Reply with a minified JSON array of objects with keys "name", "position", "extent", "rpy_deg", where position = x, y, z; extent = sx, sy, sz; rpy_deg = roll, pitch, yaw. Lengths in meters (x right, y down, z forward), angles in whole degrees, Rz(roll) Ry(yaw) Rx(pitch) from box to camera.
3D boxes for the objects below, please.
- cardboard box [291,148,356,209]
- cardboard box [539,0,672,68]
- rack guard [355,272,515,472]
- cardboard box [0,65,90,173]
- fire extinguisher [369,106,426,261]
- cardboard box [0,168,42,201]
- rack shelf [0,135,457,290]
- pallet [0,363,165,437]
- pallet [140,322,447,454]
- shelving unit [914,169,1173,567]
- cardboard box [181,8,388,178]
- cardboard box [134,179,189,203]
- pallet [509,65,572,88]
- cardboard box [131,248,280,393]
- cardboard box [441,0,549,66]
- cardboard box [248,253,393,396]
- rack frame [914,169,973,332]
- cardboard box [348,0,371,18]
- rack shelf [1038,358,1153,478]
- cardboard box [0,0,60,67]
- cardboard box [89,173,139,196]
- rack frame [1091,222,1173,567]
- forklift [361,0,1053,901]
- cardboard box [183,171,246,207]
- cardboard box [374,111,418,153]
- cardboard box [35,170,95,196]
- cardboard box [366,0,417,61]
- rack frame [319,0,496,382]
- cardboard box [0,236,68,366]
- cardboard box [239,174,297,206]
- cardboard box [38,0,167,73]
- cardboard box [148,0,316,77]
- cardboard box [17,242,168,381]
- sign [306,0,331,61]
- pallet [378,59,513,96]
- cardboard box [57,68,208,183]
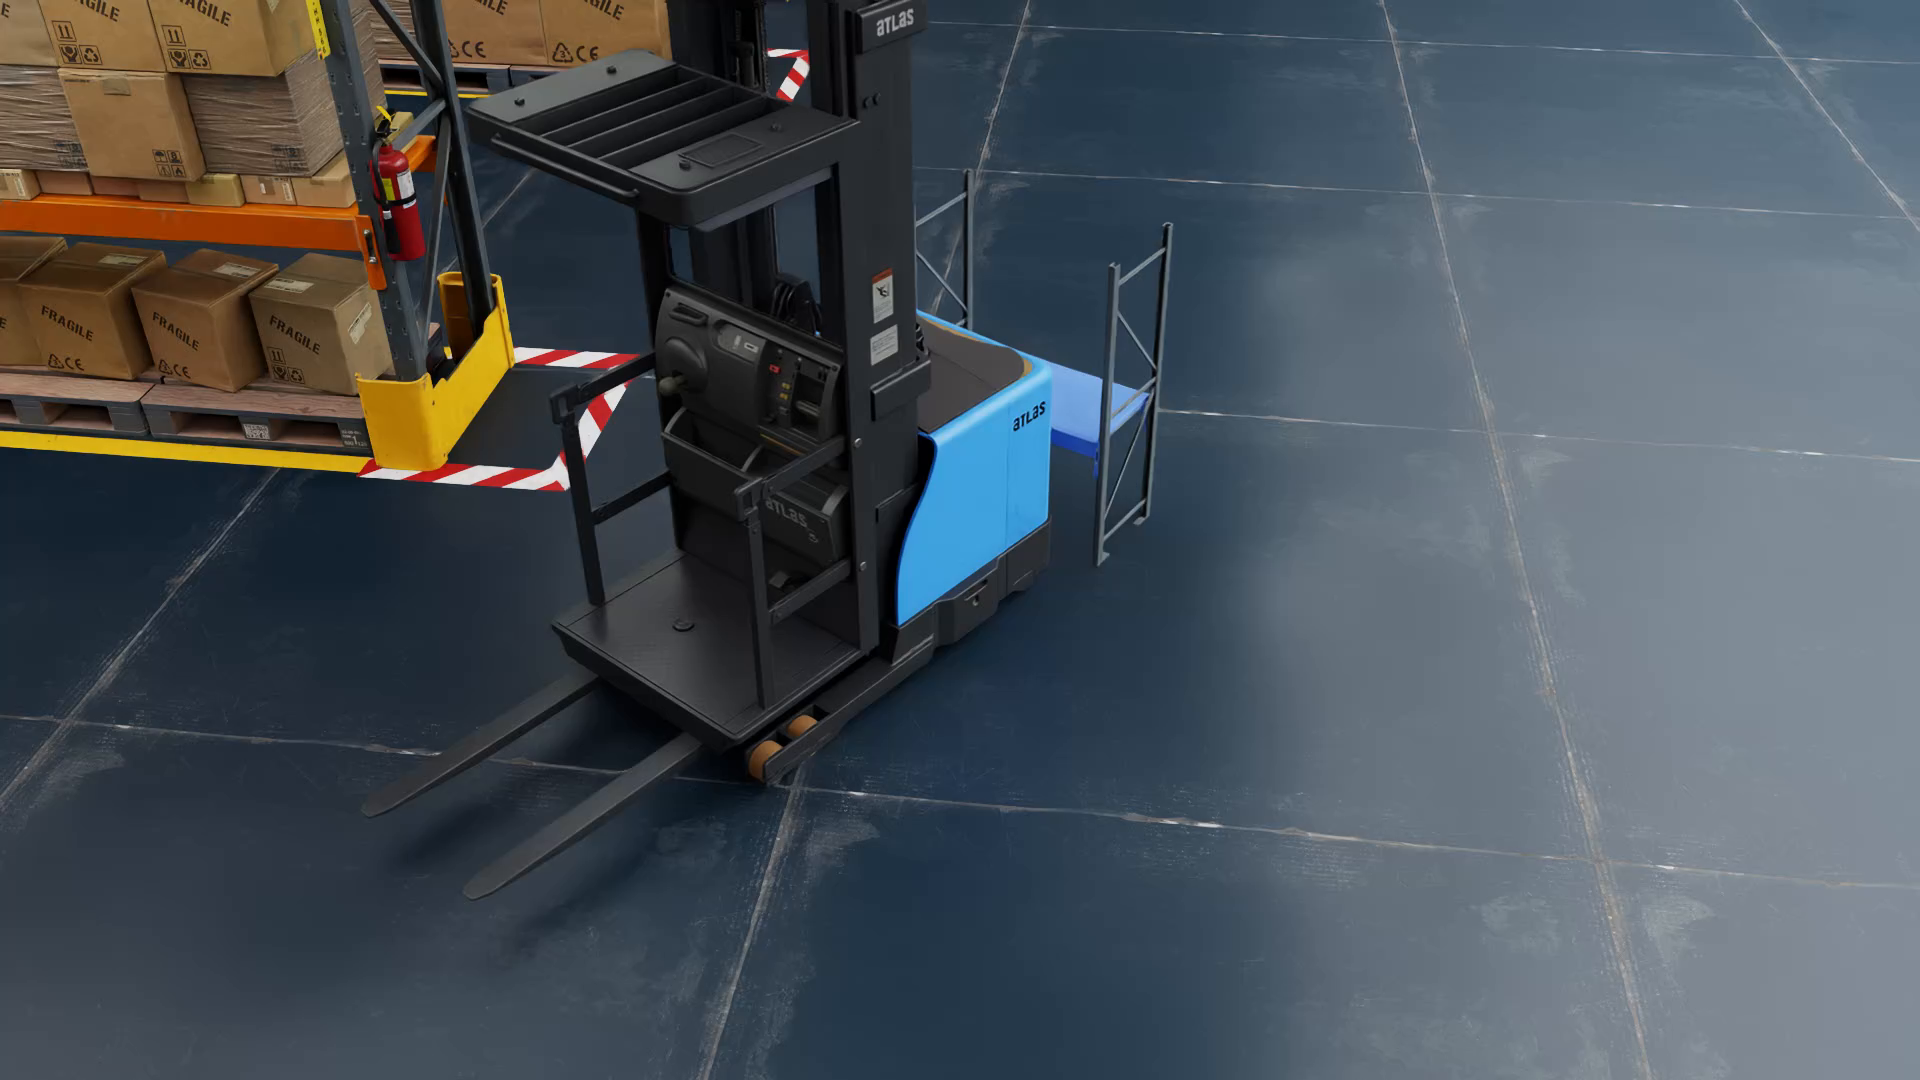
[{"name":"cardboard box","position":[-2.909,-1.699,7.765],"extent":[0.250,0.149,0.380],"rpy_deg":[4,36,6]},{"name":"cardboard box","position":[-2.549,-4.068,12.335],"extent":[0.875,0.875,0.875],"rpy_deg":[4,36,6]},{"name":"rack guard","position":[-2.676,-0.887,8.563],"extent":[0.348,0.500,1.175],"rpy_deg":[4,36,6]},{"name":"cardboard box","position":[-4.144,-2.147,7.834],"extent":[0.500,0.500,0.875],"rpy_deg":[4,36,6]},{"name":"fire extinguisher","position":[-2.545,-1.594,7.468],"extent":[0.183,0.674,0.296],"rpy_deg":[4,36,6]},{"name":"cardboard box","position":[-4.410,-1.750,7.836],"extent":[0.250,0.149,0.380],"rpy_deg":[4,36,6]},{"name":"rack shelf","position":[-4.584,-1.754,8.245],"extent":[4.000,0.370,1.077],"rpy_deg":[4,36,6]},{"name":"pallet","position":[-4.684,-0.942,8.888],"extent":[1.213,0.211,1.003],"rpy_deg":[4,36,6]},{"name":"pallet","position":[-3.477,-0.850,8.760],"extent":[1.213,0.211,1.003],"rpy_deg":[4,36,6]},{"name":"shelving unit","position":[0.330,-0.778,7.549],"extent":[1.048,1.500,0.538],"rpy_deg":[21,41,27]},{"name":"cardboard box","position":[-3.142,-2.118,7.793],"extent":[0.500,0.500,0.875],"rpy_deg":[4,36,6]},{"name":"cardboard box","position":[-3.658,-1.734,7.814],"extent":[0.250,0.149,0.380],"rpy_deg":[4,36,6]},{"name":"pallet","position":[-2.671,-3.629,12.653],"extent":[1.213,0.211,1.003],"rpy_deg":[4,36,6]},{"name":"cardboard box","position":[-3.815,-1.133,8.546],"extent":[0.500,0.500,0.500],"rpy_deg":[14,38,18]},{"name":"cardboard box","position":[-3.422,-4.132,12.425],"extent":[0.875,0.875,0.875],"rpy_deg":[4,36,5]},{"name":"cardboard box","position":[-3.218,-1.109,8.511],"extent":[0.500,0.500,0.500],"rpy_deg":[11,37,15]},{"name":"rack frame","position":[-0.092,-0.943,7.780],"extent":[0.032,1.500,0.500],"rpy_deg":[21,41,27]},{"name":"cardboard box","position":[-3.111,-2.666,7.700],"extent":[0.500,0.500,0.500],"rpy_deg":[4,36,6]},{"name":"rack shelf","position":[0.330,-0.632,7.654],"extent":[1.000,0.185,0.538],"rpy_deg":[21,41,27]},{"name":"cardboard box","position":[-4.170,-2.438,7.382],"extent":[0.500,0.500,0.500],"rpy_deg":[4,36,6]},{"name":"cardboard box","position":[-3.900,-1.777,7.873],"extent":[0.250,0.149,0.380],"rpy_deg":[4,36,6]},{"name":"rack frame","position":[0.752,-0.613,7.318],"extent":[0.032,1.500,0.500],"rpy_deg":[21,41,27]},{"name":"forklift","position":[-0.932,-0.582,6.042],"extent":[1.130,2.935,3.031],"rpy_deg":[26,43,32]},{"name":"cardboard box","position":[-3.412,-1.707,7.776],"extent":[0.250,0.149,0.380],"rpy_deg":[4,36,6]},{"name":"cardboard box","position":[-2.853,-1.955,8.124],"extent":[0.250,0.149,0.380],"rpy_deg":[4,36,6]},{"name":"cardboard box","position":[-4.151,-1.782,7.881],"extent":[0.250,0.149,0.380],"rpy_deg":[4,36,6]},{"name":"cardboard box","position":[-4.326,-4.200,12.521],"extent":[0.875,0.875,0.875],"rpy_deg":[5,36,6]},{"name":"rack frame","position":[-2.600,-1.899,7.829],"extent":[0.127,3.000,1.000],"rpy_deg":[4,36,6]},{"name":"cardboard box","position":[-4.981,-1.257,8.720],"extent":[0.500,0.500,0.500],"rpy_deg":[1,36,2]},{"name":"cardboard box","position":[-3.157,-1.718,7.791],"extent":[0.250,0.149,0.380],"rpy_deg":[4,36,6]},{"name":"cardboard box","position":[-3.674,-2.400,7.328],"extent":[0.500,0.500,0.500],"rpy_deg":[4,36,6]},{"name":"cardboard box","position":[-3.177,-2.366,7.281],"extent":[0.500,0.500,0.500],"rpy_deg":[4,36,6]},{"name":"cardboard box","position":[-4.433,-1.190,8.626],"extent":[0.500,0.500,0.500],"rpy_deg":[7,36,10]},{"name":"sign","position":[-2.691,-2.181,6.955],"extent":[0.005,0.325,0.100],"rpy_deg":[4,36,6]},{"name":"pallet","position":[-3.878,-3.720,12.781],"extent":[1.213,0.211,1.003],"rpy_deg":[4,36,6]},{"name":"cardboard box","position":[-3.654,-2.085,7.748],"extent":[0.500,0.500,0.875],"rpy_deg":[4,36,6]}]
